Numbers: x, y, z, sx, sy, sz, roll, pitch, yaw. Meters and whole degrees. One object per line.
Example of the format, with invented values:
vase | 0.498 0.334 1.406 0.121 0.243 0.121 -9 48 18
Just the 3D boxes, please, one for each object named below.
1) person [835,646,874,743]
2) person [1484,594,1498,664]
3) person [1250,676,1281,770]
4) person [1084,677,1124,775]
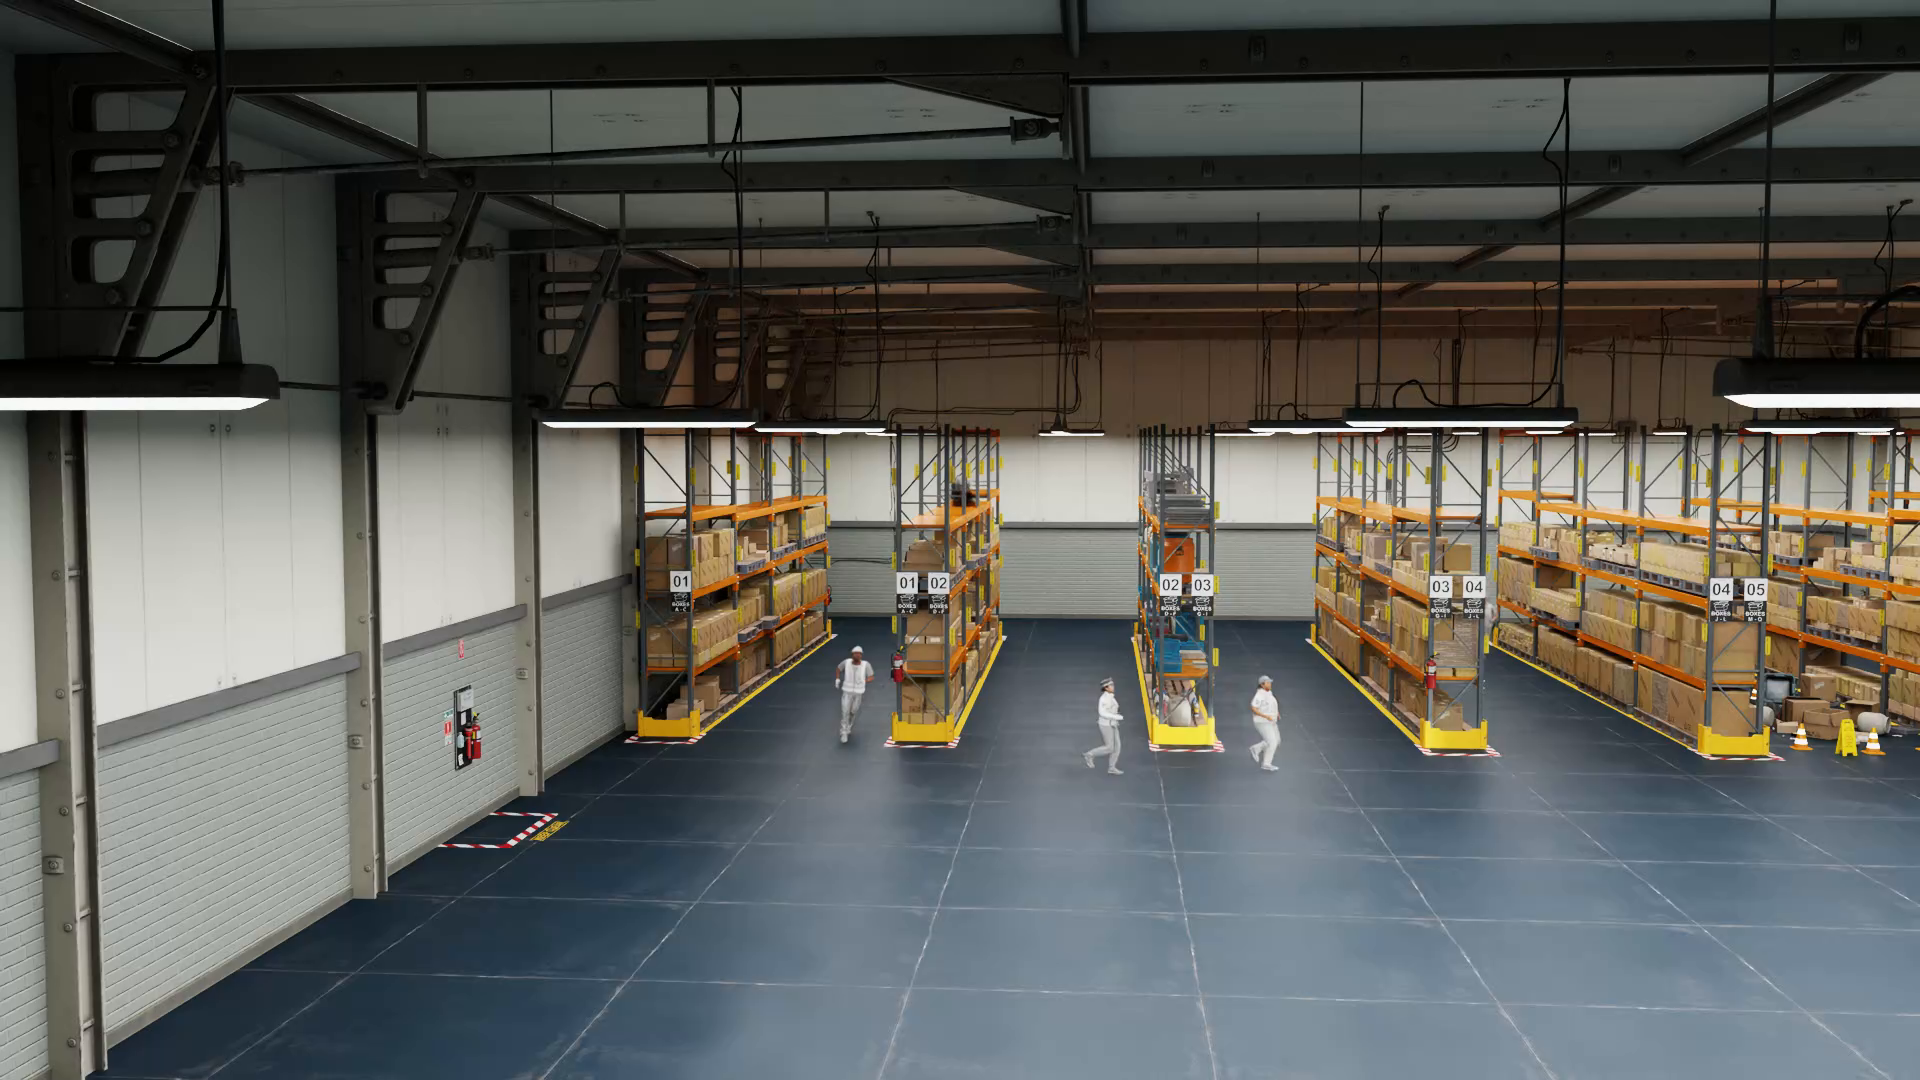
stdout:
person | -1.998 2.887 31.578 0.730 1.762 1.024 0 3 -6
person | 13.420 2.250 42.517 0.643 1.788 0.881 1 4 11
person | 5.275 3.158 28.815 0.547 1.616 0.607 2 4 35
person | 2.482 3.160 28.380 0.690 1.662 0.622 1 4 21
